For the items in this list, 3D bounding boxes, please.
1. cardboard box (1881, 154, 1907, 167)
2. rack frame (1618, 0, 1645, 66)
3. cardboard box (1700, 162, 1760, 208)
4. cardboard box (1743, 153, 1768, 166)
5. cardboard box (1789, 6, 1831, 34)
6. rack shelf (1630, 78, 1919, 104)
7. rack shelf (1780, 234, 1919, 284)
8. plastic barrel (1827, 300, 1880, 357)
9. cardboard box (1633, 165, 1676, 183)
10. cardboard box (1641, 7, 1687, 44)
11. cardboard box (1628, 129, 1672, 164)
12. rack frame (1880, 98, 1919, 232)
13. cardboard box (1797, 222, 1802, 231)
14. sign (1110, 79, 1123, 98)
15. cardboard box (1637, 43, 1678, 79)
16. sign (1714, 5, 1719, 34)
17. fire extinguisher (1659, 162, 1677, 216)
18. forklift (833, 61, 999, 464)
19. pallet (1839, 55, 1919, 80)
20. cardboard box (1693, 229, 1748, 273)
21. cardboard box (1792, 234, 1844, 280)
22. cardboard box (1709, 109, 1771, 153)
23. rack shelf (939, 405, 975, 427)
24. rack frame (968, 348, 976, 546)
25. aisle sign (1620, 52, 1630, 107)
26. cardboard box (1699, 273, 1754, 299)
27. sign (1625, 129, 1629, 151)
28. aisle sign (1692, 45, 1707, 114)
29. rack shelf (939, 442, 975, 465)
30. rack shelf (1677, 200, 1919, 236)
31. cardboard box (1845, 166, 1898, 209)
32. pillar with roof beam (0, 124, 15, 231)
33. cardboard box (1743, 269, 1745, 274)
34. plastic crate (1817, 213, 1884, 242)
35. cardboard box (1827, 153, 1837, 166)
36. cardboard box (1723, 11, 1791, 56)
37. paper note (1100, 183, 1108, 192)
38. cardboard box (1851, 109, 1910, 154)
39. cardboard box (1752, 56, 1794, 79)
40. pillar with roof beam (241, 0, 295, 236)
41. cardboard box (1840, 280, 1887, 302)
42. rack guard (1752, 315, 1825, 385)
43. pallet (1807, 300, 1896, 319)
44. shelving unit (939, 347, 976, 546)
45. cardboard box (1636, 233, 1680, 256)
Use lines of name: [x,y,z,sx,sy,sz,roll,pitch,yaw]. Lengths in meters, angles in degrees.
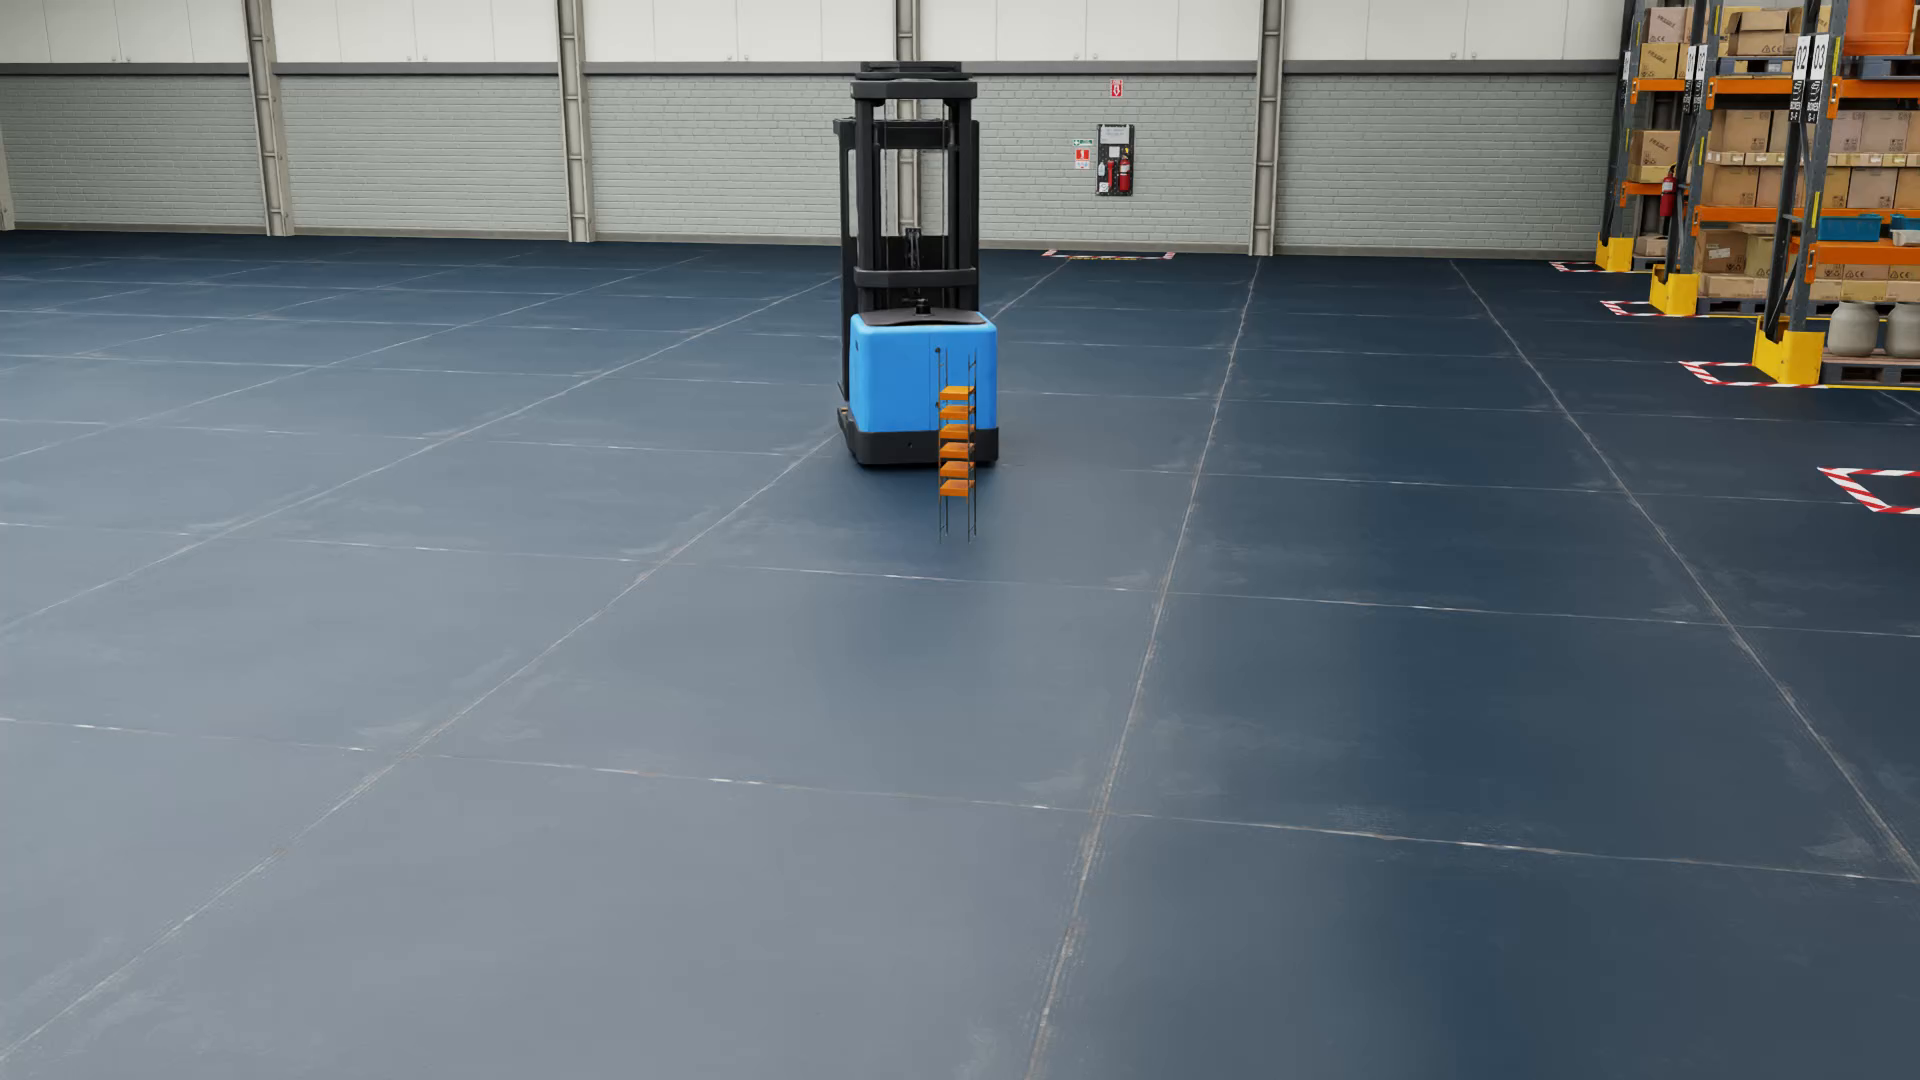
cardboard box: [11.130,-4.553,19.906,0.250,0.149,0.380,4,16,13]
rack frame: [10.008,-8.552,24.509,0.127,3.000,1.000,3,16,11]
cardboard box: [9.479,-4.385,20.515,0.500,0.500,0.700,3,16,11]
cardboard box: [9.625,-4.635,20.204,0.250,0.149,0.380,3,16,10]
cardboard box: [12.330,-7.441,24.017,0.500,0.500,0.500,3,16,9]
rack shelf: [11.968,-6.653,24.621,4.000,0.370,1.077,3,16,11]
rack shelf: [9.994,-2.616,15.665,4.000,0.370,1.077,3,16,11]
plastic barrel: [8.694,-2.058,16.175,0.421,0.512,0.421,0,15,0]
cardboard box: [10.423,-5.489,24.933,0.500,0.250,0.500,3,16,9]
cardboard box: [10.337,-7.562,24.456,0.500,0.500,0.500,2,16,7]
cardboard box: [10.512,-5.990,25.337,0.500,0.500,0.500,3,16,10]
rack frame: [13.928,-5.448,24.541,0.127,3.000,1.000,3,16,11]
cardboard box: [12.903,-4.500,24.978,0.500,0.500,0.500,2,16,7]
sign: [2.585,-7.454,27.441,0.199,0.298,0.001,3,16,11]
cardboard box: [10.286,-7.081,24.593,0.500,0.500,0.500,4,16,13]
sign: [8.908,-6.125,19.580,0.005,0.325,0.100,3,16,11]
fire extinguisher: [9.001,-4.455,21.102,0.183,0.674,0.296,3,16,11]
forklift: [-0.428,-2.314,13.357,1.130,2.935,3.031,-2,16,-8]
pallet: [8.825,-4.354,15.327,1.213,0.211,1.003,3,16,11]
cardboard box: [9.609,-3.653,21.019,0.500,0.500,0.500,3,16,11]
cardboard box: [10.489,-3.468,20.350,0.500,0.500,0.500,3,16,11]
cardboard box: [9.531,-5.007,20.332,0.500,0.500,0.700,3,16,11]
rack shelf: [-0.014,-0.767,10.282,0.180,0.103,0.258,3,16,11]
rack frame: [0.075,-0.574,10.317,0.006,1.200,0.240,3,16,11]
aisle sign: [9.878,-6.839,24.693,0.004,0.787,0.394,3,16,11]
cardboard box: [9.506,-3.155,20.628,0.500,0.250,0.500,3,16,11]
sign: [9.900,-5.936,24.681,0.005,0.325,0.100,3,16,11]
aisle sign: [8.899,-5.541,20.007,0.004,0.787,0.394,3,16,11]
rack shelf: [-0.014,-0.536,10.346,0.180,0.103,0.258,3,16,11]
rack shelf: [10.984,-3.912,20.343,4.000,0.370,1.077,3,16,11]
cardboard box: [10.997,-4.303,20.221,0.500,0.500,0.700,4,16,13]
pillar with roof beam: [-19.390,-9.211,26.887,0.400,9.000,9.100,3,16,11]
cardboard box: [10.101,-3.267,21.033,0.500,0.250,0.500,3,16,11]
plastic crate: [8.584,-3.049,16.160,0.616,0.251,0.499,3,16,11]
cardboard box: [10.378,-4.594,20.055,0.250,0.149,0.380,3,16,9]
cardboard box: [9.587,-6.098,20.027,0.637,0.503,0.797,4,16,15]
paper note: [2.413,-5.914,27.872,0.142,0.148,0.016,3,16,11]
cardboard box: [11.033,-4.928,20.044,0.500,0.500,0.700,3,16,11]
cardboard box: [11.844,-6.994,24.277,0.500,0.500,0.500,4,16,15]
pillar with roof beam: [-13.510,-8.892,25.735,0.400,9.000,9.100,3,16,11]
cardboard box: [10.975,-3.075,20.339,0.500,0.250,0.500,3,16,11]
rack guard: [8.118,-1.873,16.317,0.348,0.500,1.175,3,16,11]
pallet: [10.974,-2.926,20.659,1.213,0.211,1.003,3,16,11]
shelving unit: [-0.014,-0.579,10.335,0.189,1.200,0.258,3,16,11]
cardboard box: [10.668,-4.517,25.392,0.500,0.311,0.500,1,16,5]
